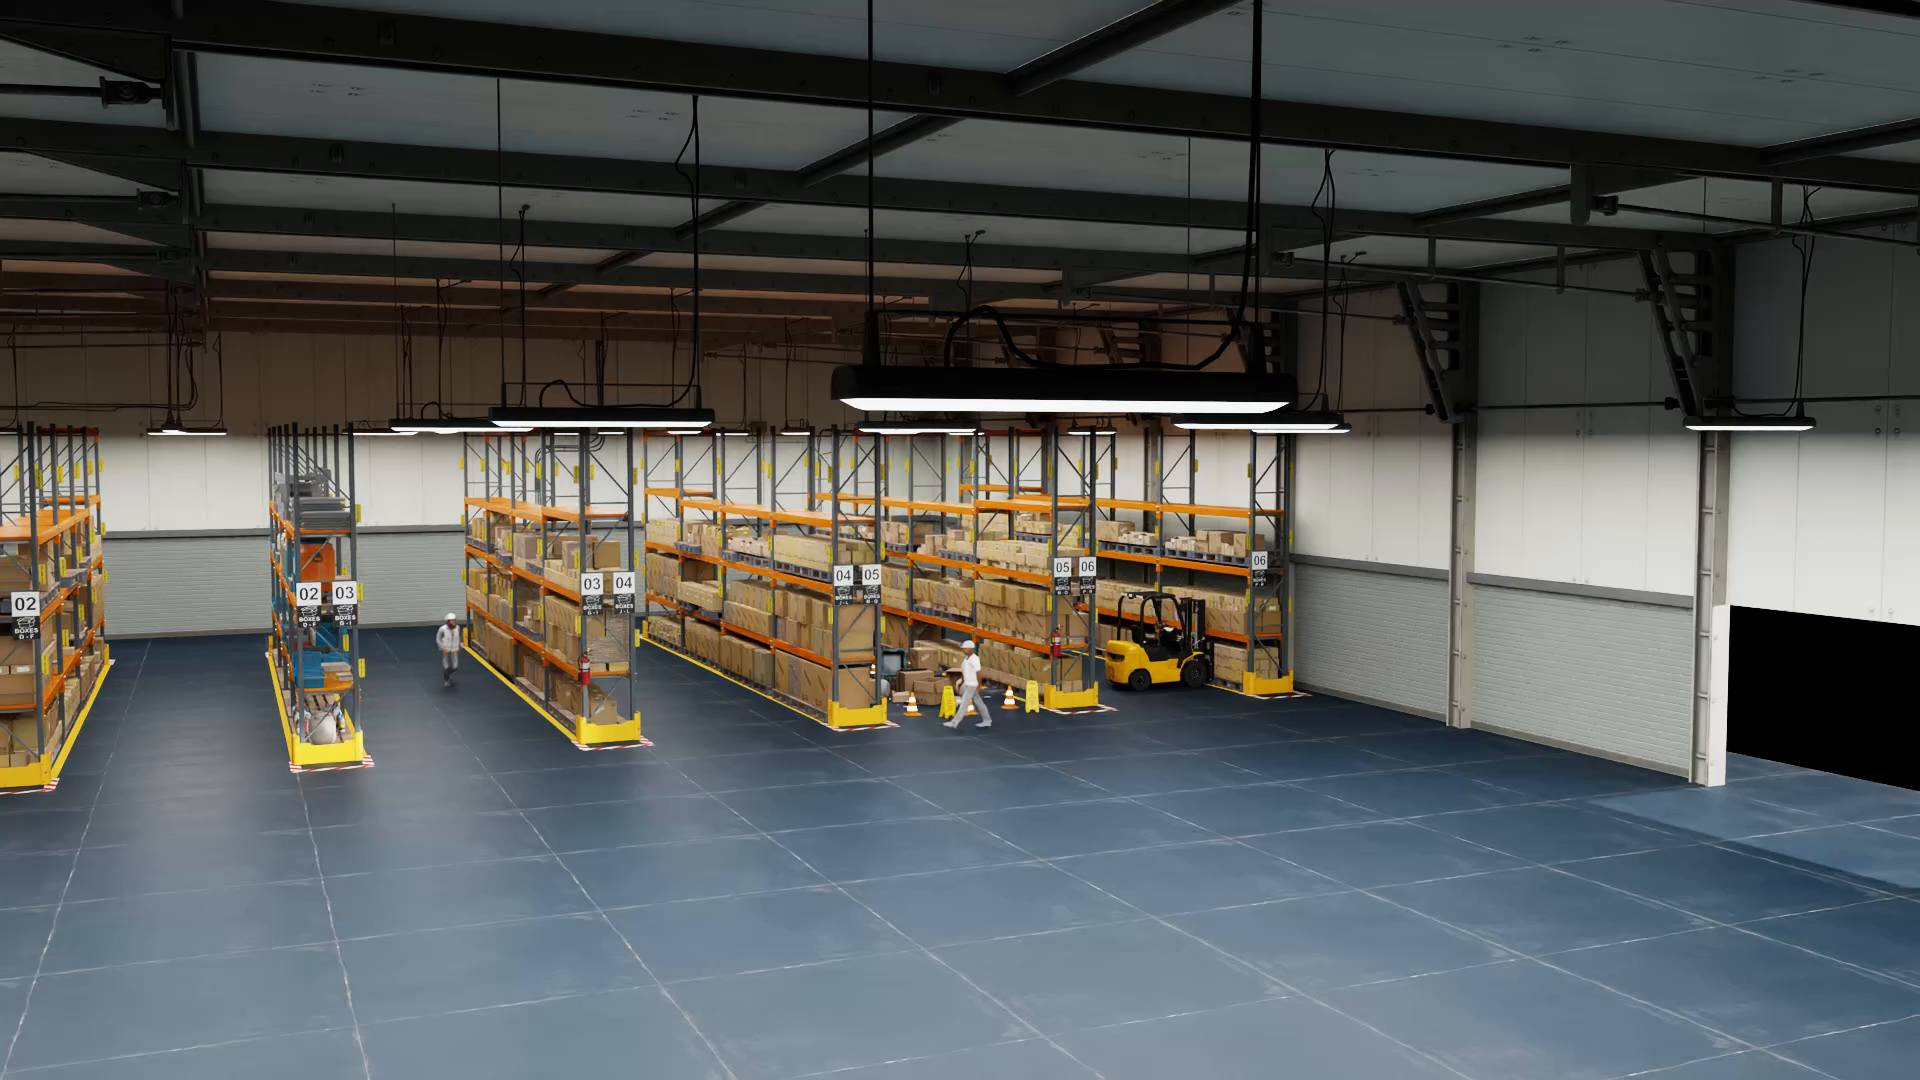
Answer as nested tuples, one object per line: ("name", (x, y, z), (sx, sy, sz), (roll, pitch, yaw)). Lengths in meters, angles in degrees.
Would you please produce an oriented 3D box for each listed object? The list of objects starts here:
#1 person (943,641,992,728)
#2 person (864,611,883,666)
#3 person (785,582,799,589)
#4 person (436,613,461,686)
("person", (0.134, 2.835, 32.733), (1.020, 1.709, 0.579), (-1, 4, -8))
("person", (-2.178, 2.368, 41.845), (0.532, 1.707, 0.421), (-2, 4, -29))
("person", (-5.351, 1.715, 52.844), (0.521, 1.585, 0.609), (-3, 5, -44))
("person", (-11.825, 2.532, 38.455), (0.611, 1.705, 0.615), (-2, 4, -29))
